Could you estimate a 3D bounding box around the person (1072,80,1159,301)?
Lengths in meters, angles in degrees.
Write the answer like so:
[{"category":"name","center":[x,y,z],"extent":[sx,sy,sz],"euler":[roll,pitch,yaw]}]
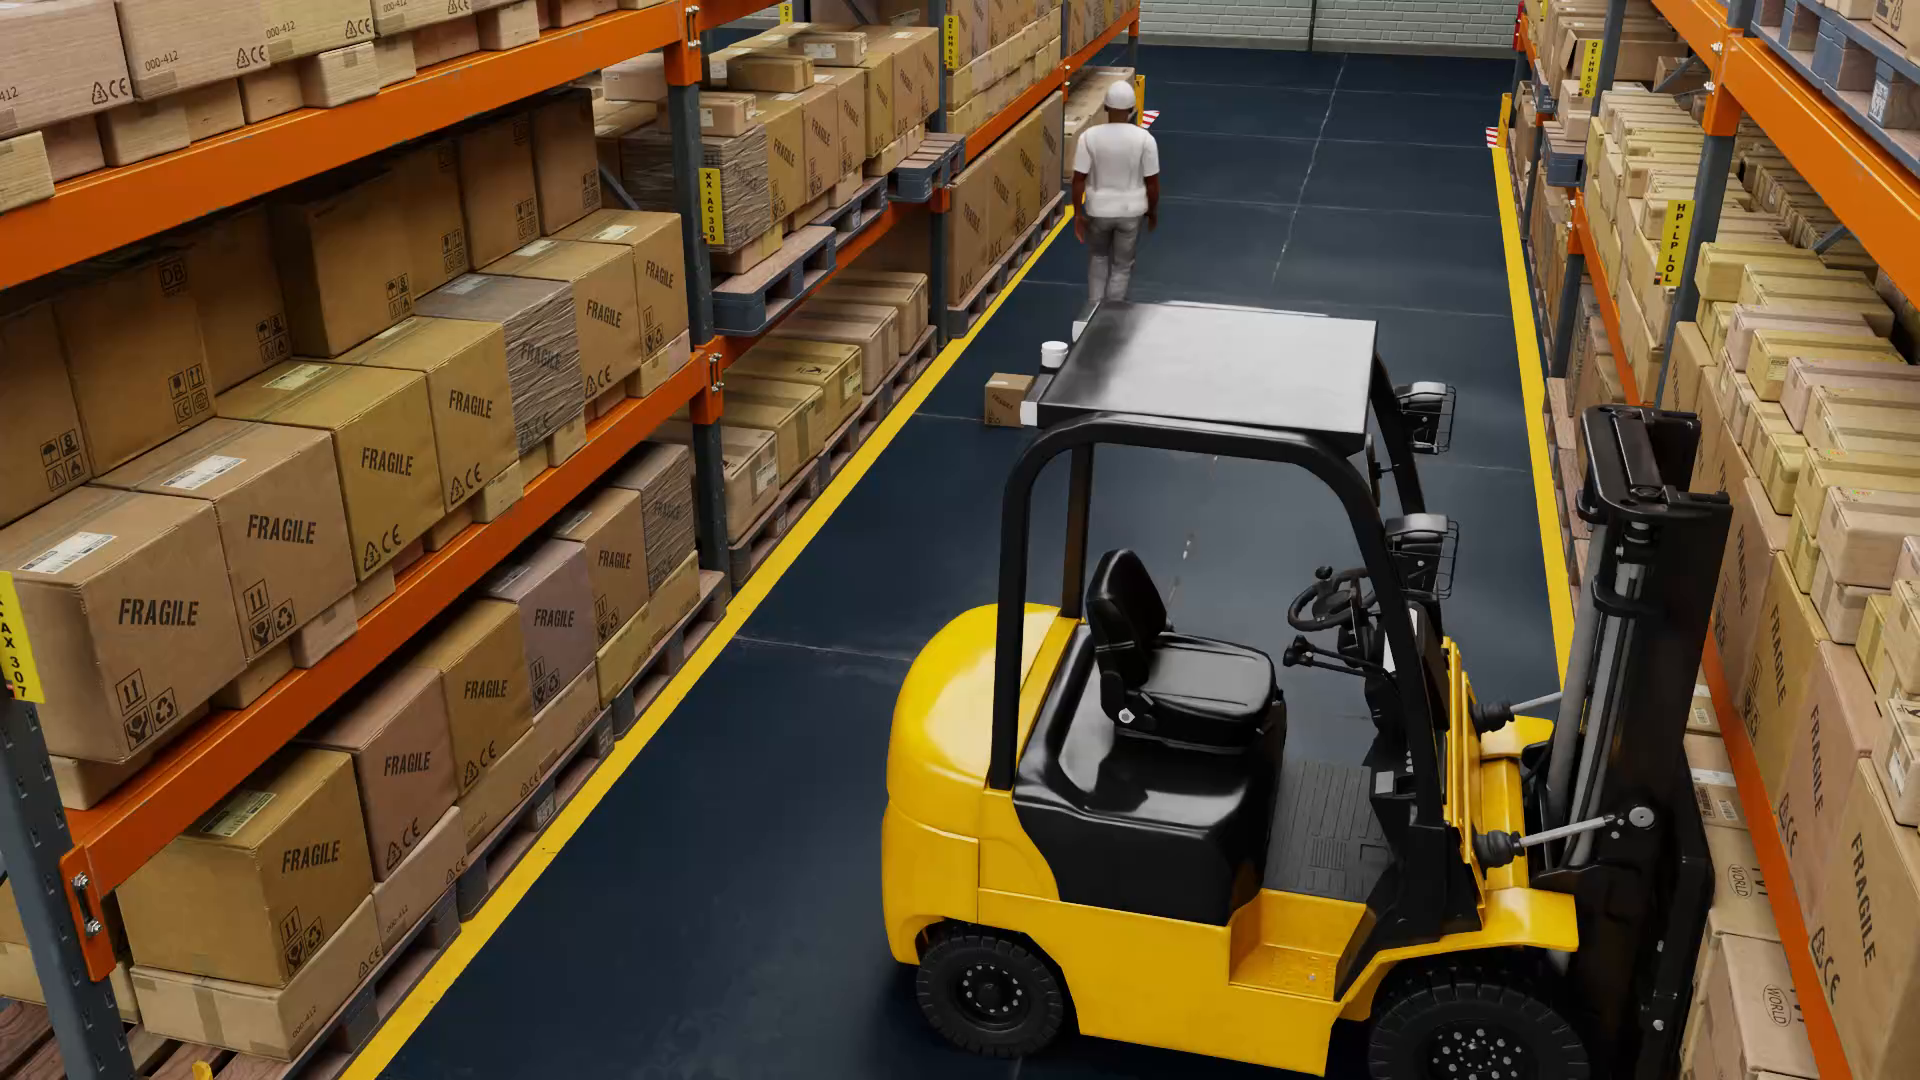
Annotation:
[{"category":"person","center":[1.059,-2.192,11.263],"extent":[0.562,1.814,0.516],"euler":[7,26,15]}]
